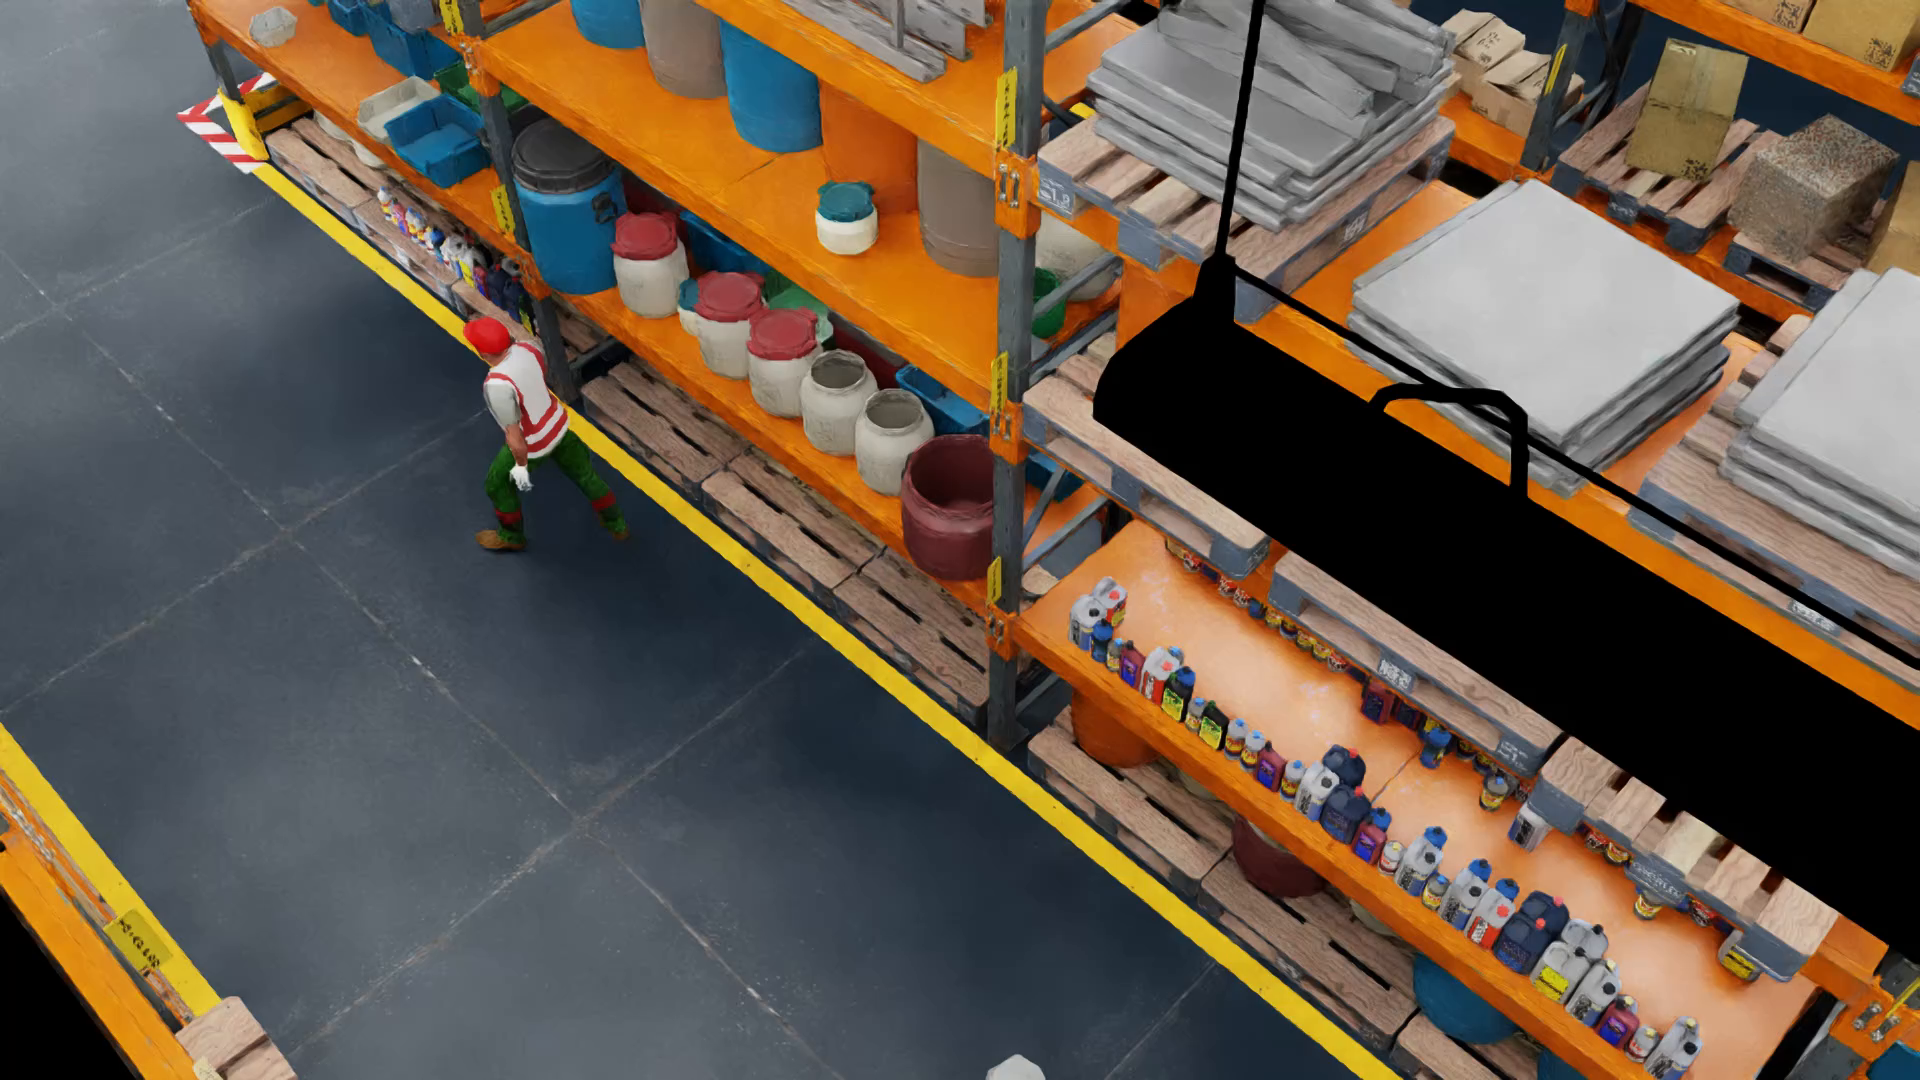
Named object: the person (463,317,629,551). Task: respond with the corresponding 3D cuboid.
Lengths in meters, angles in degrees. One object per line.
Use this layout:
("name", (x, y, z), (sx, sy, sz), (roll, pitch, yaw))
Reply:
("person", (-2.503, -0.607, 9.762), (0.826, 1.715, 0.677), (20, 53, 16))

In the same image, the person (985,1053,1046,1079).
("person", (0.321, 2.698, 7.080), (0.531, 1.629, 0.592), (34, 58, 25))
